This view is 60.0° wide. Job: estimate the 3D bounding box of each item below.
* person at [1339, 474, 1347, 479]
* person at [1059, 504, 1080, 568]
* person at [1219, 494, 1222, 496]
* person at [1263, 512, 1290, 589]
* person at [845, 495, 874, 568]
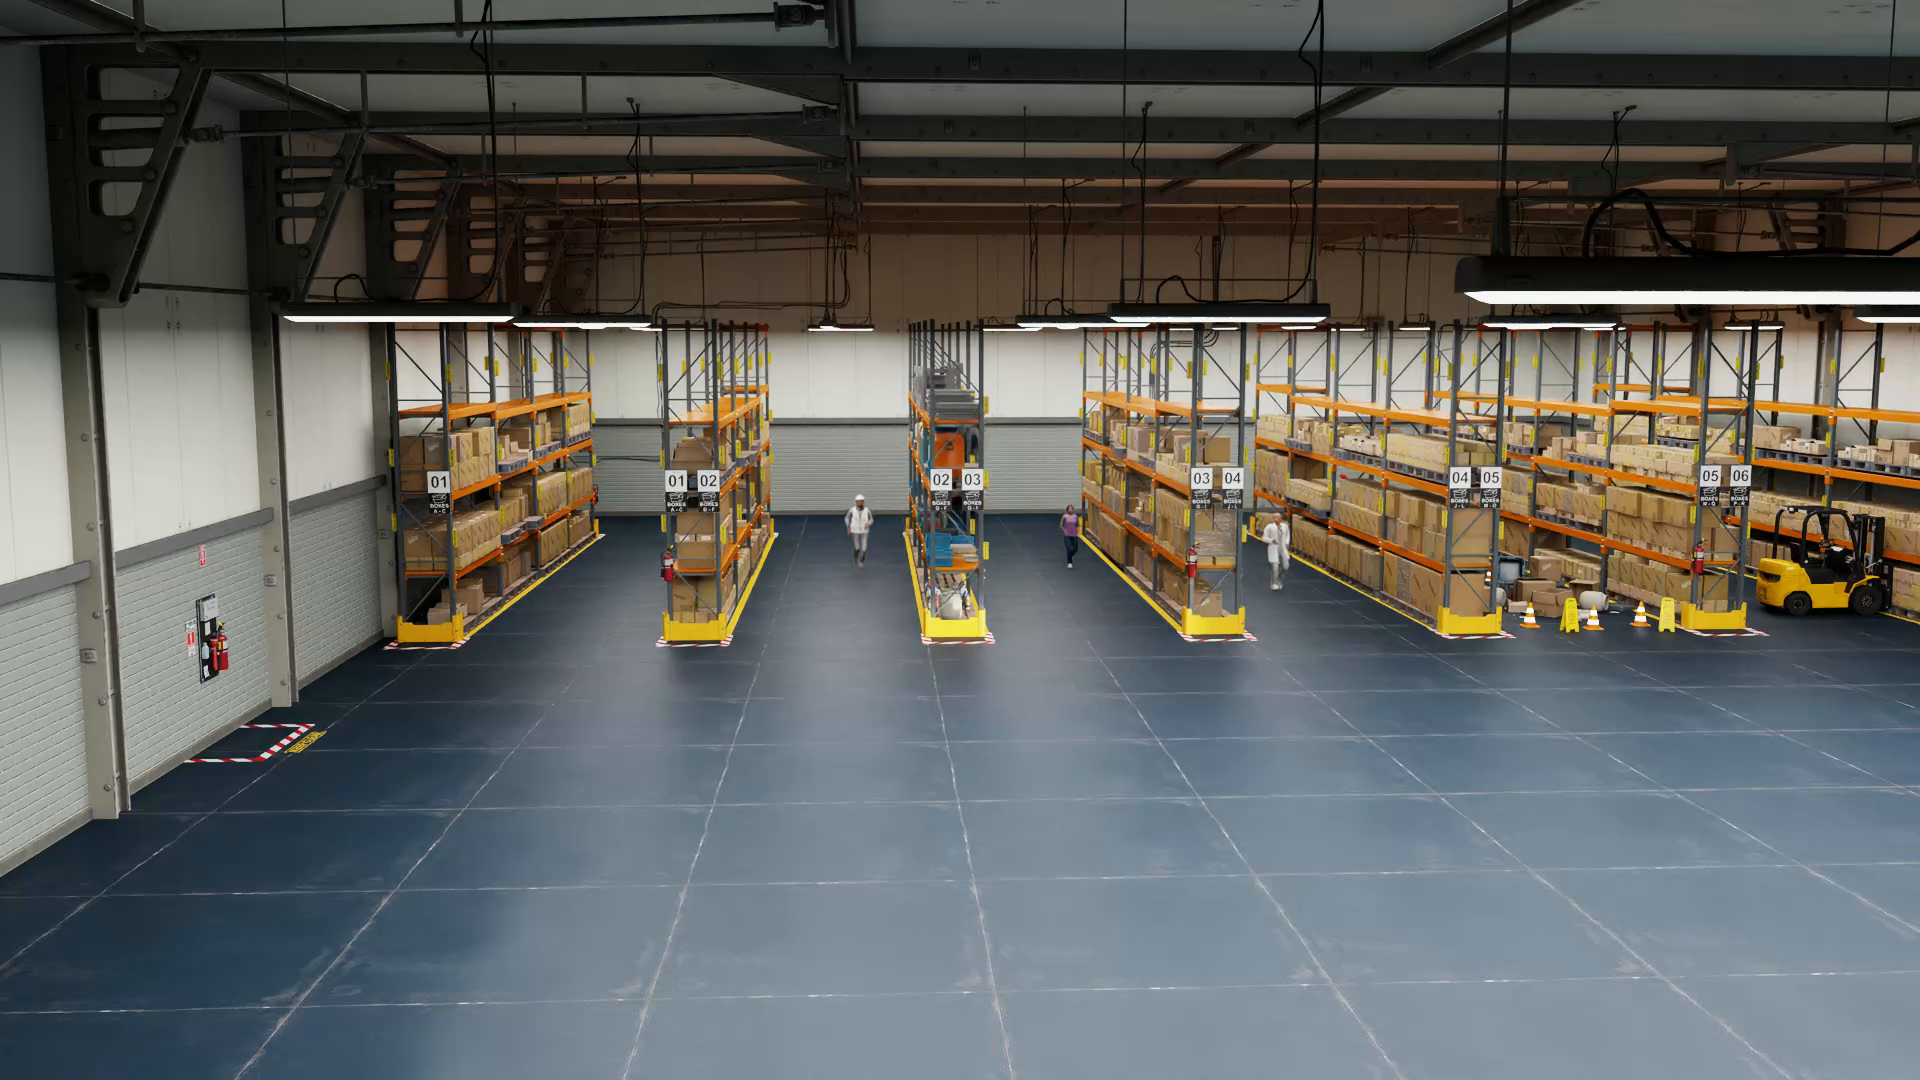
[{"bbox_3d":[10.806,-0.964,47.058,0.721,1.800,0.633,-1,7,-7],"label":"person"},{"bbox_3d":[2.714,-0.099,40.936,0.532,1.550,0.559,-1,7,-8],"label":"person"},{"bbox_3d":[7.738,-1.032,48.379,0.605,1.570,0.529,3,8,26],"label":"person"},{"bbox_3d":[7.133,0.260,37.201,0.697,1.741,0.639,-1,7,-10],"label":"person"},{"bbox_3d":[-2.334,-0.184,38.761,0.658,1.725,0.545,-1,7,-9],"label":"person"}]
